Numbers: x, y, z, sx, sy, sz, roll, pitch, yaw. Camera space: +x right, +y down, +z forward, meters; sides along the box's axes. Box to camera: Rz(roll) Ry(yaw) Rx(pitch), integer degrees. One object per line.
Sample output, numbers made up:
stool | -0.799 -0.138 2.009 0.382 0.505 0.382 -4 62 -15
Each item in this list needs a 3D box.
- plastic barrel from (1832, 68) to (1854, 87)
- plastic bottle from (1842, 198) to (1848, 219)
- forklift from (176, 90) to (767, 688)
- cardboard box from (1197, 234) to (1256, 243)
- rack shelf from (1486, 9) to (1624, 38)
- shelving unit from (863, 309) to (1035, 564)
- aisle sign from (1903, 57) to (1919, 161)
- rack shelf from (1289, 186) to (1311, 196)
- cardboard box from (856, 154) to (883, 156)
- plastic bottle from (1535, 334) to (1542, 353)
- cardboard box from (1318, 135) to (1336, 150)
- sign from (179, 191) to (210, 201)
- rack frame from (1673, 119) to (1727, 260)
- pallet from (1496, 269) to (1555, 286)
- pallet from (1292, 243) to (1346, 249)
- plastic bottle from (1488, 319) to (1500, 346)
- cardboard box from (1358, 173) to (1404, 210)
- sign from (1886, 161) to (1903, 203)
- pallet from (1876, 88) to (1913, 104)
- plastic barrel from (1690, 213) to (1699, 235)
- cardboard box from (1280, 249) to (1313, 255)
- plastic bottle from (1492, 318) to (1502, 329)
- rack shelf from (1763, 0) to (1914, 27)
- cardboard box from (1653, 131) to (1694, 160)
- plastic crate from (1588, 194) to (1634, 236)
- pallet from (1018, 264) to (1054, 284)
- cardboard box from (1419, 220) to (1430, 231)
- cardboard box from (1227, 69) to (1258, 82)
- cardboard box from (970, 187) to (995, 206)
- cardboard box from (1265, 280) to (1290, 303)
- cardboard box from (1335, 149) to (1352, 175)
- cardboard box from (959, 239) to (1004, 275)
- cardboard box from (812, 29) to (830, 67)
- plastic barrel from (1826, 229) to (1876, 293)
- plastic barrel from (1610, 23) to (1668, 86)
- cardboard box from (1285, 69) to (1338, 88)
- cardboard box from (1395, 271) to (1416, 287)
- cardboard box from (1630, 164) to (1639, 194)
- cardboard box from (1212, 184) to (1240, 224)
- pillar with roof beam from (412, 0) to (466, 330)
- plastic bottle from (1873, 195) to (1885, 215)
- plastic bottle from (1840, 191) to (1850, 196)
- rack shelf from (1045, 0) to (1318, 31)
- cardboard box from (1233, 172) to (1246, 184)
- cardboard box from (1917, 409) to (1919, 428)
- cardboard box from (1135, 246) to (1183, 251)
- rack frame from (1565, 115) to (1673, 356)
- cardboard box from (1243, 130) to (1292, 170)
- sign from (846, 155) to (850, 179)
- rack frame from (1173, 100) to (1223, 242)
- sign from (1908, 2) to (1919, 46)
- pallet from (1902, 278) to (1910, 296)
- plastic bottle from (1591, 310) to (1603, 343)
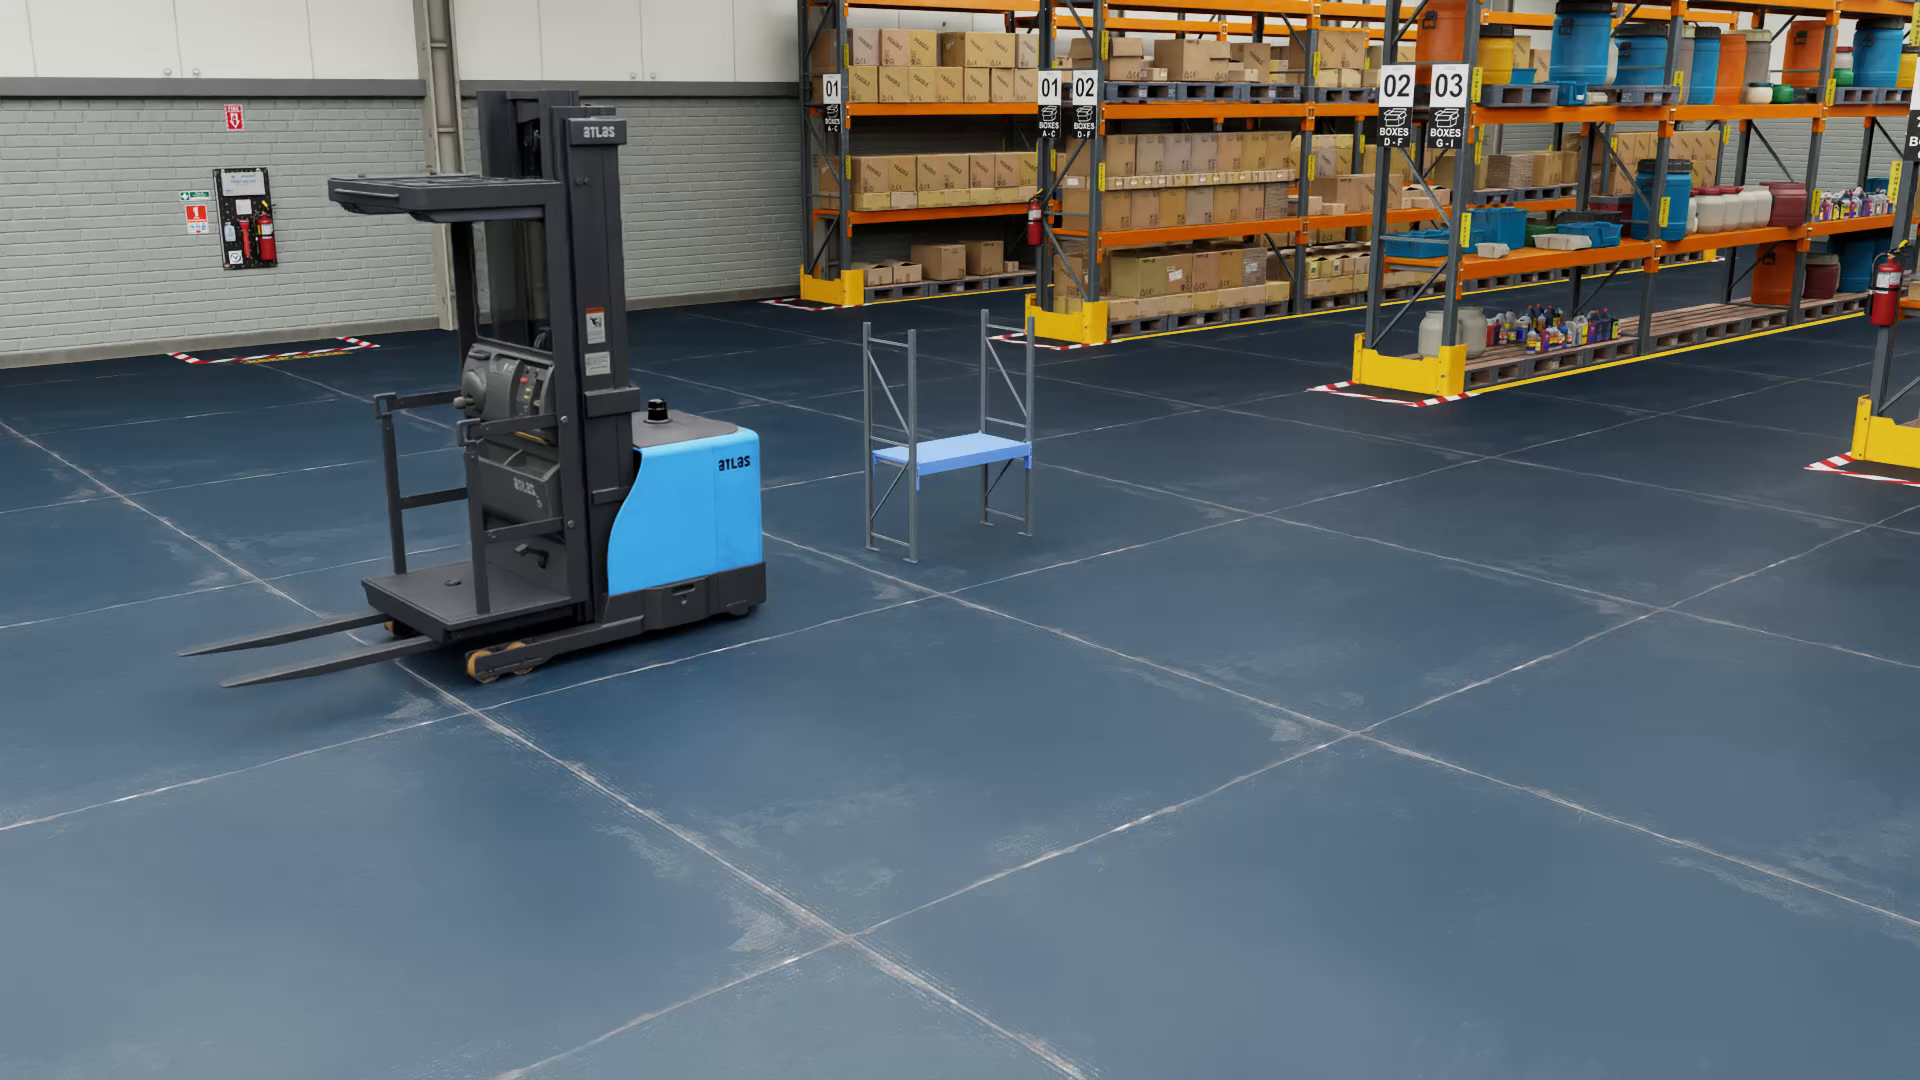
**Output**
plastic barrel | 11.558 -6.065 21.819 0.294 0.245 0.294 0 15 0
plastic bottle | 11.875 -4.456 22.369 0.097 0.271 0.097 0 15 0
forklift | -2.557 -0.836 8.699 3.031 2.935 1.130 -13 20 -40
cardboard box | 4.745 -5.546 29.550 0.750 0.750 0.750 -13 20 -40
rack shelf | 8.868 -8.015 25.987 4.000 0.370 1.077 -13 19 -39
shelving unit | -0.064 -0.710 11.002 1.048 1.500 0.538 -13 19 -39
aisle sign | 7.580 -3.338 12.896 0.004 0.787 0.394 -13 19 -39
rack shelf | 5.613 -6.273 30.318 4.000 0.370 1.077 -13 19 -39
cardboard box | -1.328 -5.431 24.569 0.500 0.500 0.500 -12 19 -39
plastic bottle | 6.223 -2.123 17.955 0.097 0.201 0.097 0 15 0
cardboard box | 6.545 -7.310 30.543 0.500 0.250 0.500 -12 19 -38
sign | -8.862 -3.985 19.260 0.331 0.109 0.001 -13 19 -39
rack frame | 13.394 -6.674 30.422 0.127 3.000 1.000 -13 19 -39
pallet | 8.867 -4.296 26.924 1.213 0.211 1.003 -13 19 -39
pallet | 6.589 -5.467 31.309 1.213 0.211 1.003 -13 19 -39
plastic bottle | 5.949 -2.312 18.503 0.133 0.283 0.061 -13 19 -39
cardboard box | 6.104 -5.079 24.259 0.500 0.500 0.500 -14 20 -42
sign | 7.475 -2.858 13.279 0.005 0.325 0.100 -13 19 -39
pallet | 12.244 -6.045 22.620 1.213 0.211 1.003 -13 19 -39
plastic barrel | 8.689 -3.803 19.945 0.301 0.262 0.301 0 15 0
cardboard box | 4.847 -4.000 23.840 0.500 0.311 0.500 -12 19 -38
plastic bottle | 5.983 -2.352 18.669 0.135 0.276 0.152 -13 20 -41
rack shelf | 12.116 -7.050 22.375 4.000 0.370 1.077 -13 19 -39
cardboard box | 12.470 -6.902 29.144 0.500 0.500 0.500 -12 19 -38
plastic crate | 7.755 -3.848 19.721 0.583 0.464 0.402 -13 19 -39
pallet | 1.673 -4.390 27.274 1.213 0.211 1.003 -13 19 -39
cardboard box | 8.921 -6.324 33.145 0.500 0.500 0.700 -13 20 -41
cardboard box | 3.611 -5.982 21.420 0.250 0.149 0.380 -13 19 -39
cardboard box | 0.178 -5.232 25.275 0.500 0.250 0.500 -13 20 -40
cardboard box | 4.135 -3.394 22.659 0.500 0.250 0.500 -13 19 -39
cardboard box | 6.939 -7.034 30.963 0.500 0.500 0.500 -13 20 -40
cardboard box | 0.330 -4.426 25.998 0.500 0.500 0.500 14 21 43
cardboard box | -1.777 -7.041 23.815 0.500 0.500 0.500 -12 19 -37
plastic barrel | 12.669 -4.011 23.708 0.708 0.901 0.600 -13 19 -39
plastic barrel | 7.831 -5.496 19.228 0.708 0.901 0.600 -13 19 -39
cardboard box | 4.813 -6.323 22.774 0.500 0.250 0.500 -10 18 -34
cardboard box | 6.354 -3.884 24.491 0.500 0.250 0.500 -12 19 -38
cardboard box | 11.324 -6.165 28.324 0.500 0.500 0.500 -12 19 -38
cardboard box | 3.236 -4.438 21.858 0.500 0.500 0.700 -12 19 -39
pillar with roof beam | -3.671 -6.258 17.240 0.400 9.000 9.100 -13 19 -39
plastic bottle | 12.783 -4.671 23.166 0.135 0.276 0.152 -13 19 -39
plastic bottle | 12.750 -4.905 24.041 0.135 0.276 0.152 -13 19 -39
rack shelf | 2.833 -6.660 20.913 4.000 0.370 1.077 -13 19 -39
cardboard box | 3.508 -4.743 21.742 0.250 0.149 0.380 -13 20 -40
cardboard box | 8.306 -1.132 13.705 0.500 0.500 0.500 -9 17 -29
cardboard box | 2.656 -3.605 21.997 0.500 0.500 0.500 -13 19 -39
rack frame | 7.590 -3.676 19.199 0.127 3.000 1.000 -13 19 -39
cardboard box | 4.011 -5.240 22.345 0.500 0.500 0.700 -13 19 -39
sign | -1.574 -5.240 23.376 0.005 0.325 0.100 -13 19 -39
rack frame | 4.104 -6.282 28.956 0.127 3.000 1.000 -13 19 -39
sign | 7.475 -4.022 12.968 0.005 0.325 0.100 -13 19 -39
pallet | 14.154 -3.816 25.127 1.213 0.211 1.003 -13 19 -39
plastic bottle | 7.149 -2.411 18.744 0.185 0.351 0.144 -14 20 -42
